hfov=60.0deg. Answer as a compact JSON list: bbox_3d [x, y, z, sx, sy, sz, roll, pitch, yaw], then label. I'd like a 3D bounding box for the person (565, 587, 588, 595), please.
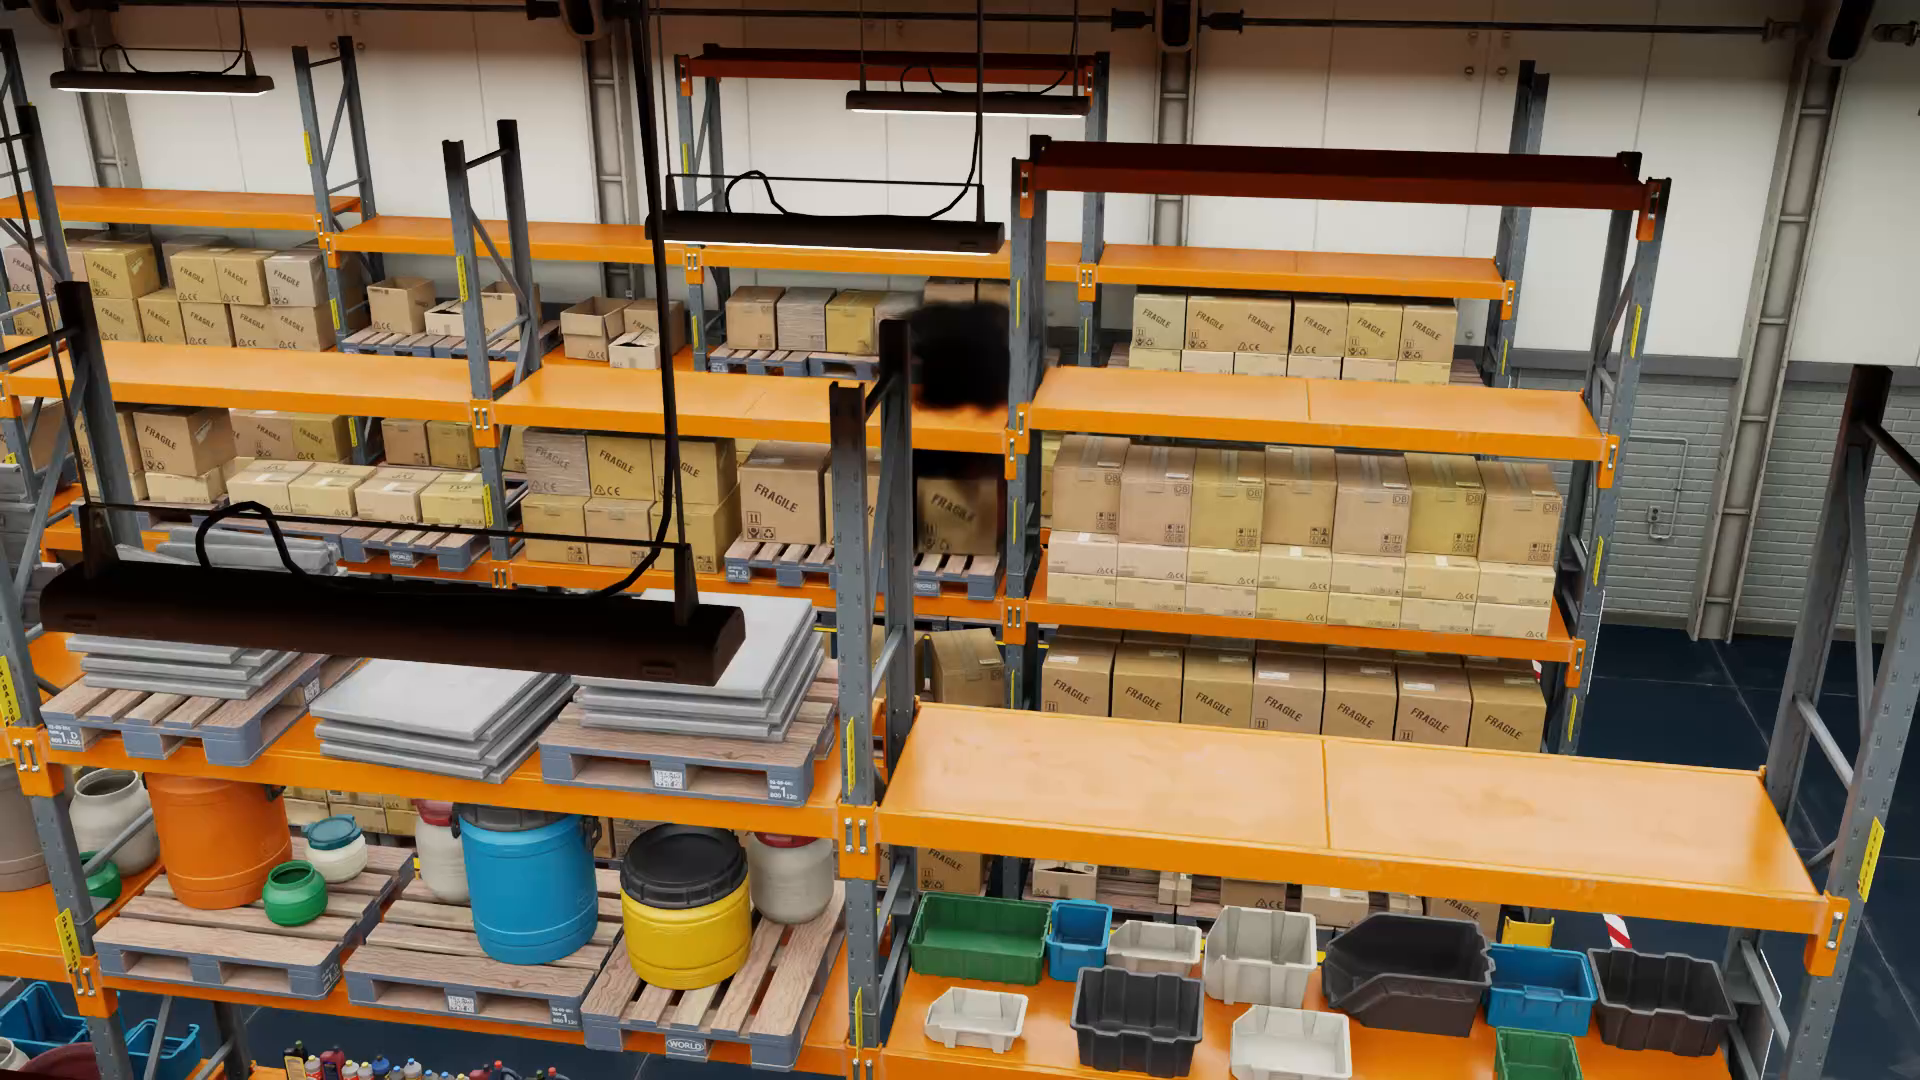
[{"bbox_3d":[-3.395,1.148,15.482,0.572,1.718,0.661,0,23,1],"label":"person"}]
